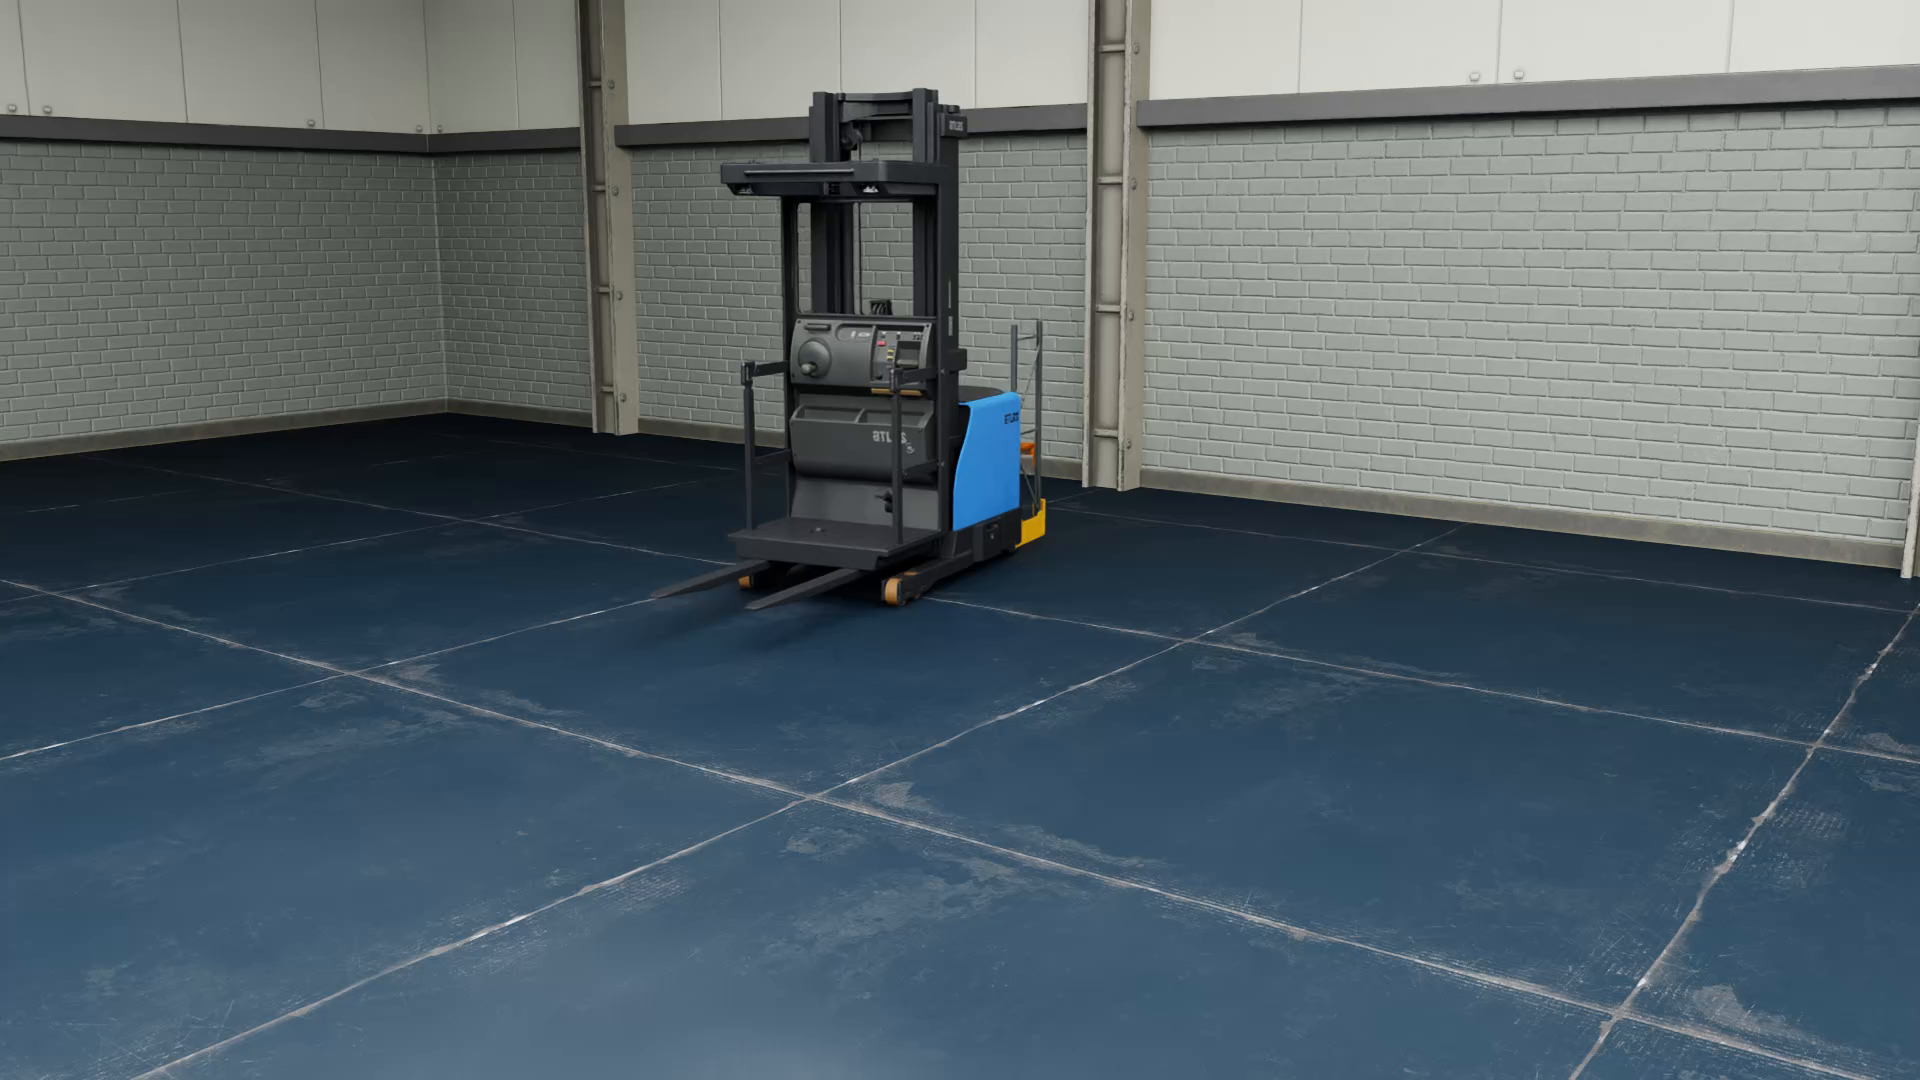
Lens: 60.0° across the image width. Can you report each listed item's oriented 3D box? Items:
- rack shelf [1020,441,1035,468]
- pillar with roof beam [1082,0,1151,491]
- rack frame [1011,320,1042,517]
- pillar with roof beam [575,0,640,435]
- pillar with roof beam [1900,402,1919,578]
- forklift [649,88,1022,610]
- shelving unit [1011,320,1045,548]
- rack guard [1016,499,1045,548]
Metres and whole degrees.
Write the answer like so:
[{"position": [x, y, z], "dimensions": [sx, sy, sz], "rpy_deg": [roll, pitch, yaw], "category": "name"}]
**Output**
[{"position": [-0.012, -0.593, 11.593], "dimensions": [1.000, 0.185, 0.538], "rpy_deg": [5, 12, 24], "category": "rack shelf"}, {"position": [-1.288, -4.204, 9.567], "dimensions": [0.400, 9.000, 9.100], "rpy_deg": [8, 13, 36], "category": "pillar with roof beam"}, {"position": [0.452, -0.730, 11.355], "dimensions": [0.032, 1.500, 0.500], "rpy_deg": [5, 12, 24], "category": "rack frame"}, {"position": [-6.124, -4.878, 13.054], "dimensions": [0.400, 9.000, 9.100], "rpy_deg": [8, 13, 36], "category": "pillar with roof beam"}, {"position": [3.548, -3.529, 6.080], "dimensions": [0.400, 9.000, 9.100], "rpy_deg": [8, 13, 36], "category": "pillar with roof beam"}, {"position": [-0.688, -1.153, 9.773], "dimensions": [1.130, 2.935, 3.031], "rpy_deg": [5, 12, 25], "category": "forklift"}, {"position": [-0.004, -0.769, 11.555], "dimensions": [1.083, 1.500, 0.587], "rpy_deg": [5, 12, 24], "category": "shelving unit"}, {"position": [0.451, -0.117, 11.474], "dimensions": [0.087, 0.250, 0.587], "rpy_deg": [5, 12, 24], "category": "rack guard"}]
